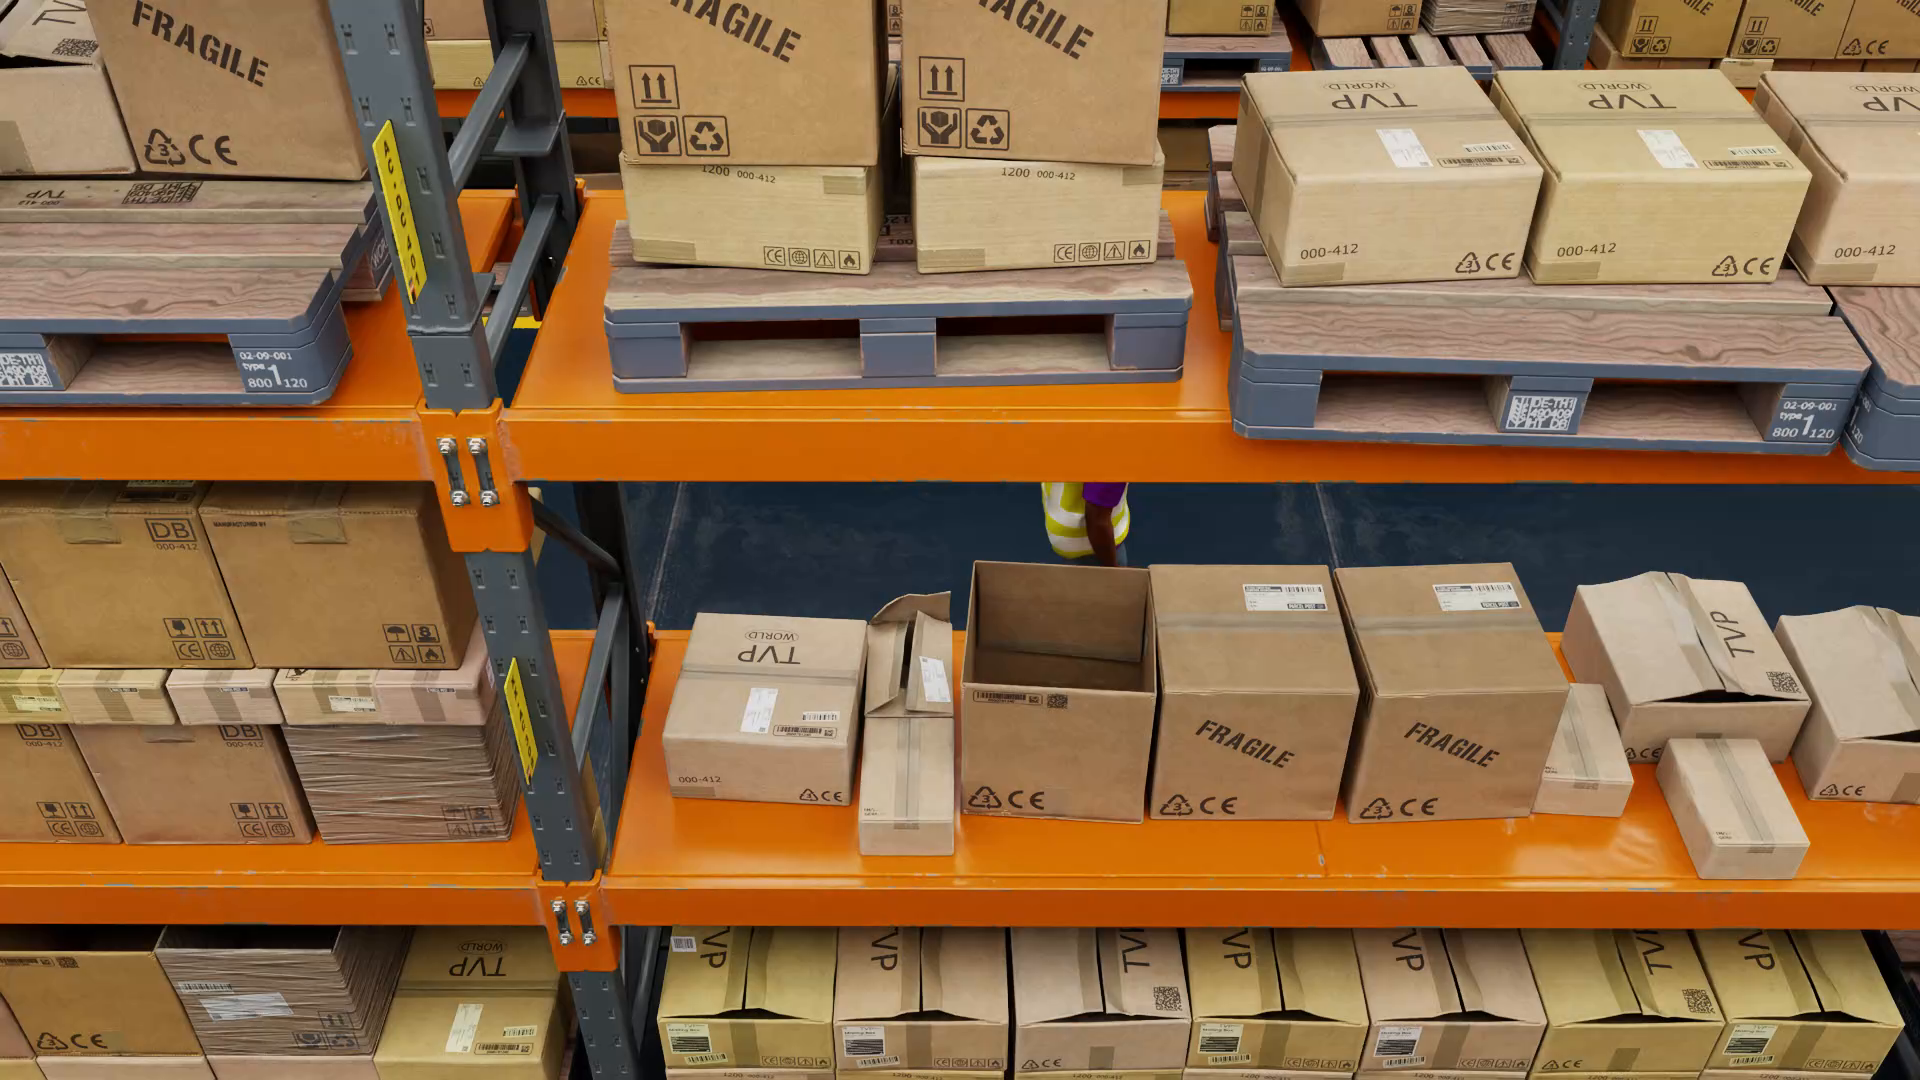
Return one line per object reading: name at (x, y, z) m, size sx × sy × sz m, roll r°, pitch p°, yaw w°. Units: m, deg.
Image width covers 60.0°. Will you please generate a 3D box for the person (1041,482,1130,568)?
person at (0.534, -0.061, 6.216) m, size 0.463 × 1.759 × 0.625 m, roll -1°, pitch 39°, yaw -2°
